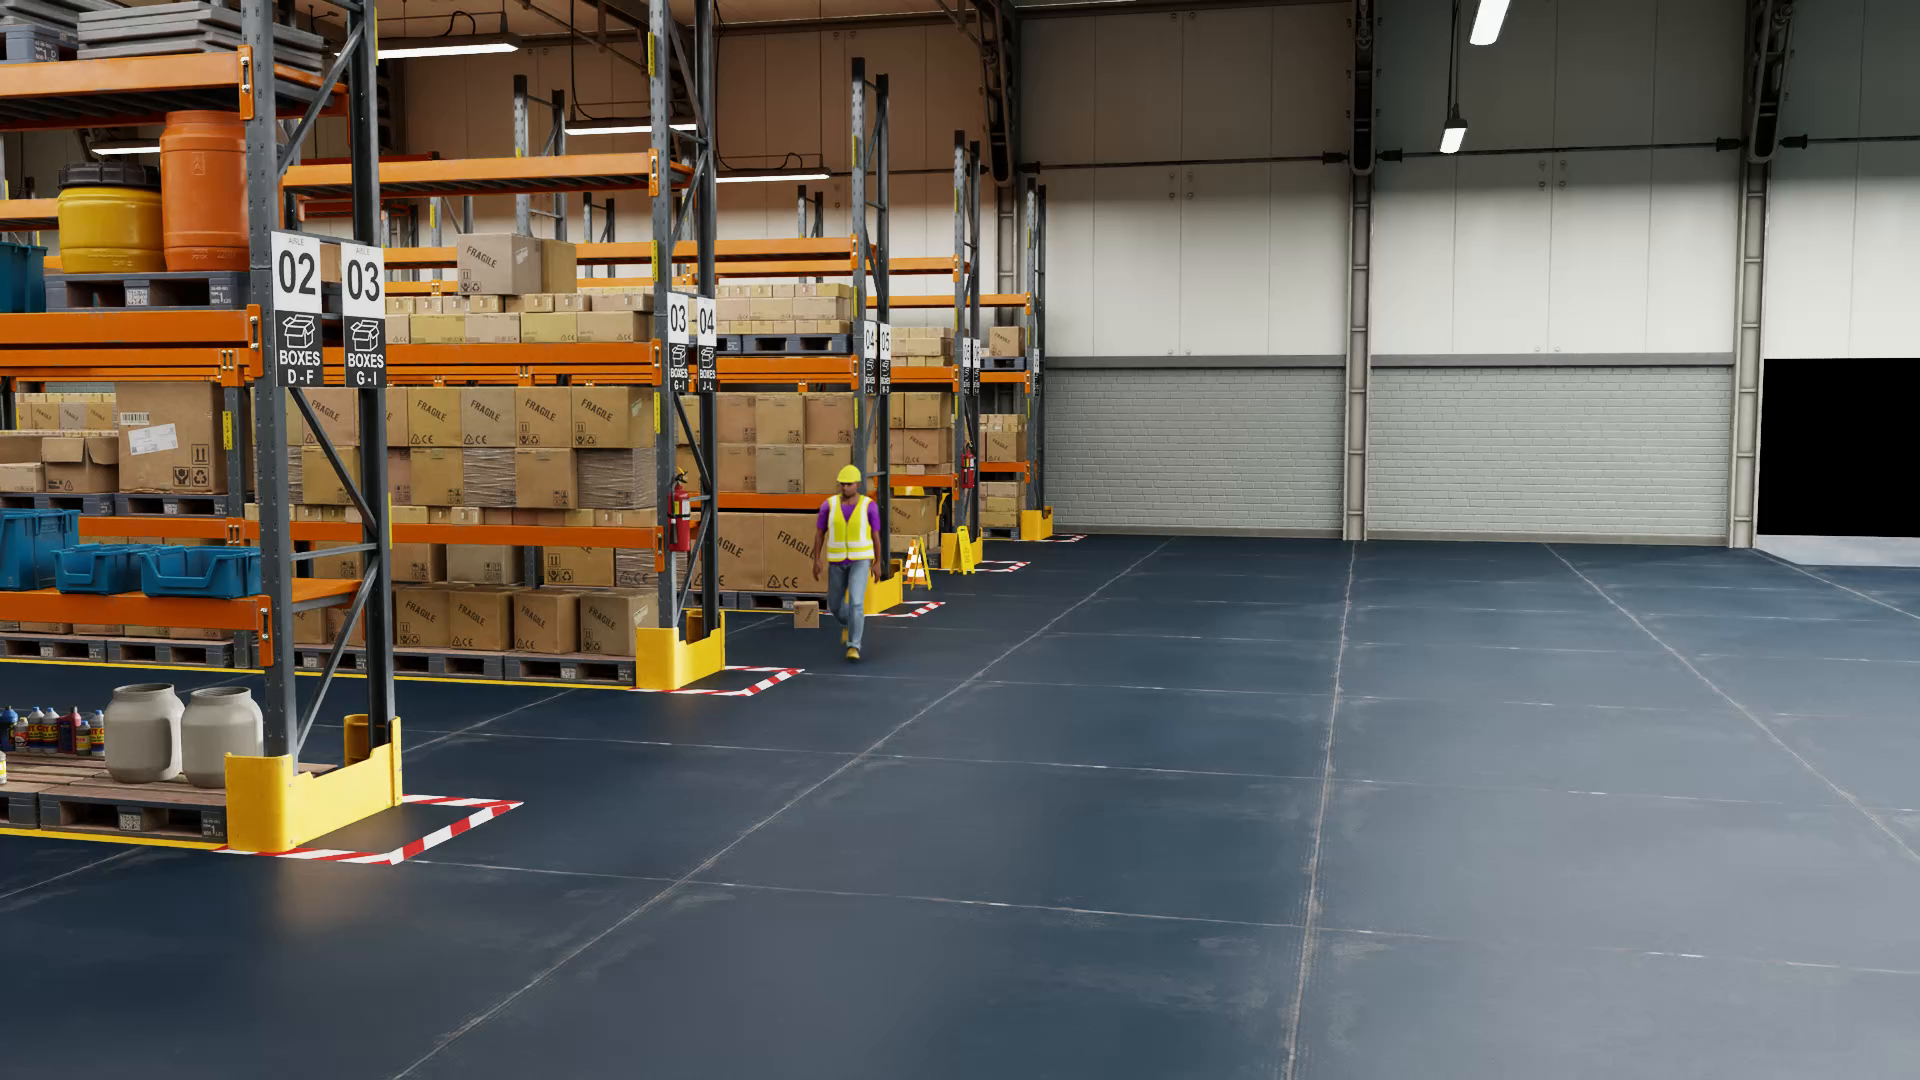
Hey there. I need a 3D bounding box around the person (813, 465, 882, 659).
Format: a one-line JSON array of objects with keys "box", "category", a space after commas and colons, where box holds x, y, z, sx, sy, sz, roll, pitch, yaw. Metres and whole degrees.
[{"box": [-1.023, 0.187, 15.081, 0.613, 1.740, 0.860, 1, 5, 6], "category": "person"}]
